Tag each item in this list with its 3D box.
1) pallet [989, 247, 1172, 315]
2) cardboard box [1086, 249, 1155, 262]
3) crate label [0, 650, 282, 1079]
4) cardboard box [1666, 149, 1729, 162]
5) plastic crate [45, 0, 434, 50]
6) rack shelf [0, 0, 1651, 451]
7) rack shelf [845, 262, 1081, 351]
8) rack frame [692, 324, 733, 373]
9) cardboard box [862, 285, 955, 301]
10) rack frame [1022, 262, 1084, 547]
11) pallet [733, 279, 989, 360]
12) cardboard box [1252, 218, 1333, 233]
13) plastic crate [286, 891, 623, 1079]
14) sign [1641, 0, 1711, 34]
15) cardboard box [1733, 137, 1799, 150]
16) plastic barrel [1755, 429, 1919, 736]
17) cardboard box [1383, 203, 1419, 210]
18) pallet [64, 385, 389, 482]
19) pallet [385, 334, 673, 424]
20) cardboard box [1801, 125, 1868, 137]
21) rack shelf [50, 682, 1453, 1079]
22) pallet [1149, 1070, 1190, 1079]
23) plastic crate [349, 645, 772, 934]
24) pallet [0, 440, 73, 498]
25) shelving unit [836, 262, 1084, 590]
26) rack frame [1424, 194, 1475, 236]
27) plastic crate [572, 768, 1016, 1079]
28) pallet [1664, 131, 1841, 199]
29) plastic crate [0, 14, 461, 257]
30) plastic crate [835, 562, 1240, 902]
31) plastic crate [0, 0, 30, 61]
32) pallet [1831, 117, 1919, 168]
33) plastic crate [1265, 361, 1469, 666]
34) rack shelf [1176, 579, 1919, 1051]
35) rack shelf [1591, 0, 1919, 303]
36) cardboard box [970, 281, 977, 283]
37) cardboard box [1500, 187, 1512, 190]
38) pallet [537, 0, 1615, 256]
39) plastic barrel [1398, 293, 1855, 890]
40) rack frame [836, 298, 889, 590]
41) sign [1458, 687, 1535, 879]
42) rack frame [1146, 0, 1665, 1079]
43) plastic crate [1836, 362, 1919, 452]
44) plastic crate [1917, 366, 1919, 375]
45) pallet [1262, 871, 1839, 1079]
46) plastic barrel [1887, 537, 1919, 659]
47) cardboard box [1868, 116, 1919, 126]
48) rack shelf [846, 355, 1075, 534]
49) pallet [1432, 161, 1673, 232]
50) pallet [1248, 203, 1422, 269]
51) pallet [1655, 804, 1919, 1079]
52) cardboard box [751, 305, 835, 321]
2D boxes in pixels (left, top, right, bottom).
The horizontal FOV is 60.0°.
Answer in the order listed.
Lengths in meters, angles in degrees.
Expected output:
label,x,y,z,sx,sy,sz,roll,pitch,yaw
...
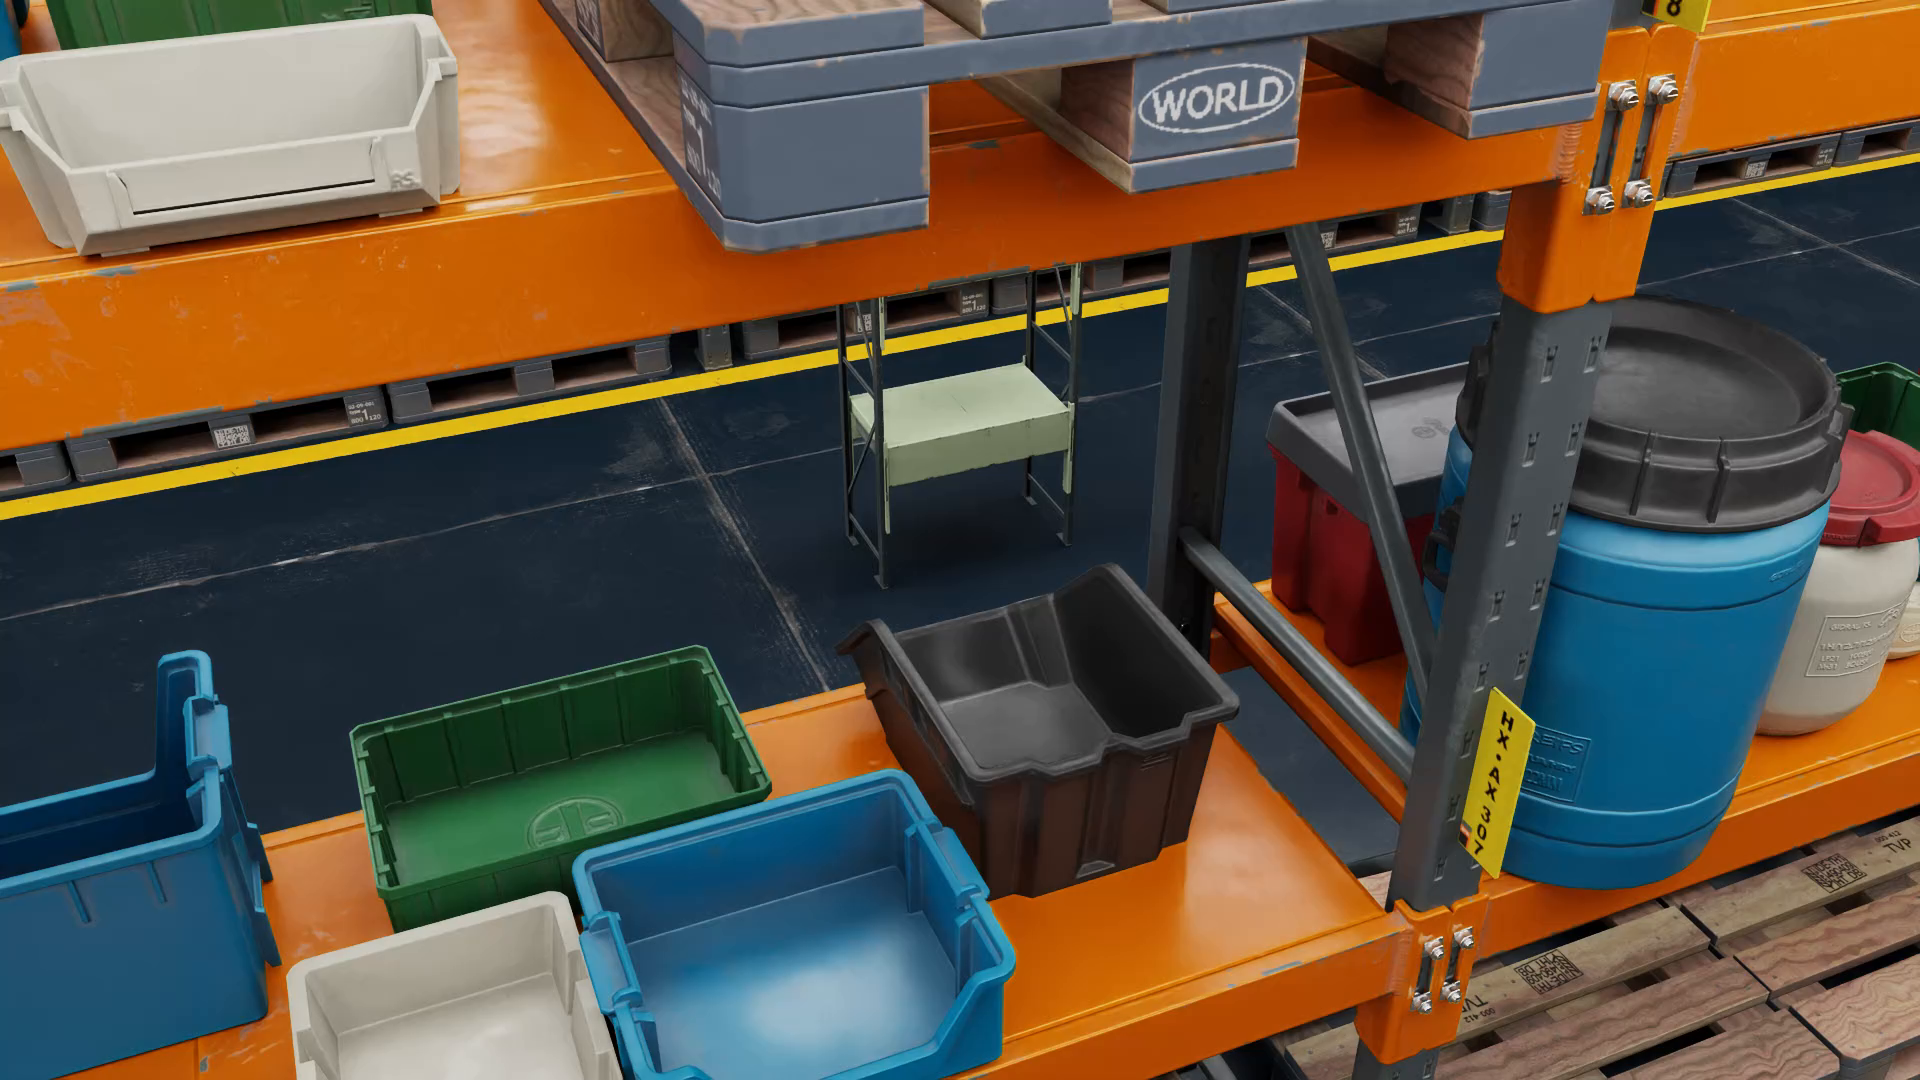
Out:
label,x,y,z,sx,sy,sz,roll,pitch,yaw
pallet,0.525,-1.531,8.409,1.213,0.211,1.003,-13,35,-19
cardboard box,0.620,-1.574,8.055,0.500,0.250,0.500,-12,35,-18
crate label,-1.447,0.532,2.650,0.616,0.435,0.502,-13,35,-19
cardboard box,3.898,-2.415,9.100,0.500,0.500,0.500,-13,35,-20
plastic crate,-0.912,-0.745,2.089,0.450,0.188,0.336,-13,35,-19
rack shelf,-1.195,-0.307,1.880,4.000,0.370,1.077,-13,35,-19
rack shelf,-0.006,-0.954,5.626,0.720,0.370,0.431,-13,35,-19
rack frame,-1.265,-2.265,6.980,0.127,3.000,1.000,-13,35,-19
cardboard box,-0.326,-1.356,7.720,0.500,0.250,0.500,-12,35,-18
rack frame,0.331,-0.704,5.958,0.023,1.500,0.400,-13,35,-19
pallet,-0.601,-1.271,8.010,1.213,0.211,1.003,-13,35,-19
cardboard box,1.558,-1.788,8.384,0.500,0.250,0.500,-13,35,-19
plastic crate,-0.750,0.808,2.500,0.437,0.136,0.530,-13,35,-19
sign,0.851,-0.755,1.902,0.005,0.325,0.100,-13,35,-19
cardboard box,4.377,-2.528,9.273,0.500,0.500,0.500,-14,36,-21
plastic barrel,1.616,0.078,3.255,0.433,0.535,0.433,0,33,0
cardboard box,2.032,-1.899,8.554,0.500,0.250,0.500,-12,35,-18
pallet,-3.142,-0.690,7.116,1.213,0.211,1.003,-13,35,-19
pallet,-2.015,-0.949,7.515,1.213,0.211,1.003,-13,35,-19
cardboard box,4.845,-2.636,9.440,0.500,0.500,0.500,-12,35,-18
rack shelf,-1.195,0.951,2.698,4.000,0.370,1.077,-13,35,-19
pallet,0.013,1.516,3.726,1.213,0.211,1.003,-13,35,-19
plastic crate,-0.712,0.460,2.987,0.662,0.188,0.450,-13,35,-19
pallet,-4.265,-0.434,6.723,1.213,0.211,1.003,-13,35,-19
shelving unit,-0.006,-0.627,5.839,0.755,1.500,0.431,-13,35,-19
rack frame,2.423,-3.109,8.278,0.127,3.000,1.000,-13,35,-19
plastic crate,-0.267,0.659,2.623,0.616,0.251,0.499,-13,35,-19
pallet,4.249,-2.335,9.645,1.213,0.211,1.003,-13,35,-19
plastic crate,-0.675,-0.378,1.572,0.396,0.136,0.243,-13,35,-19
plastic crate,0.117,0.299,3.096,0.504,0.338,0.767,-13,35,-19
plastic crate,-1.398,-0.733,1.891,0.575,0.384,0.392,-13,35,-19
pallet,5.375,-2.594,10.044,1.213,0.211,1.003,-13,35,-19
plastic crate,0.977,-0.056,3.527,0.583,0.464,0.402,-13,35,-19
rack shelf,2.493,0.106,3.996,4.000,0.370,1.077,-13,35,-19
rack shelf,2.493,-1.151,3.178,4.000,0.370,1.077,-13,35,-19
cardboard box,0.151,-1.467,7.890,0.500,0.250,0.500,-14,36,-20
cardboard box,2.953,-2.198,8.767,0.500,0.500,0.500,-11,35,-17
pallet,0.021,-0.750,2.075,1.003,0.211,1.213,-13,35,-19
plastic barrel,1.122,0.087,2.906,0.708,0.901,0.600,-13,35,-19
rack frame,-0.344,-0.550,5.720,0.023,1.500,0.400,-13,35,-19
sign,0.851,0.390,2.647,0.005,0.325,0.100,-13,35,-19
rack frame,0.649,0.227,3.151,0.127,3.000,1.000,-13,35,-19
plastic crate,2.145,-0.194,3.992,0.662,0.188,0.450,-13,35,-19
plastic crate,2.728,-0.457,4.144,0.583,0.464,0.402,-13,35,-19
pallet,1.358,1.210,4.196,1.213,0.211,1.003,-13,35,-19
plastic barrel,1.928,0.082,3.500,0.301,0.262,0.301,0,33,0
cardboard box,5.308,-2.742,9.602,0.500,0.500,0.500,-13,35,-19
rack shelf,-0.006,-0.354,6.017,0.720,0.370,0.431,-13,35,-19
pallet,3.126,-2.079,9.252,1.213,0.211,1.003,-13,35,-19
pallet,1.649,-1.786,8.802,1.213,0.211,1.003,-13,35,-19
pallet,2.484,0.951,4.595,1.213,0.211,1.003,-13,35,-19
cardboard box,-0.798,-1.249,7.555,0.500,0.250,0.500,-14,35,-20
